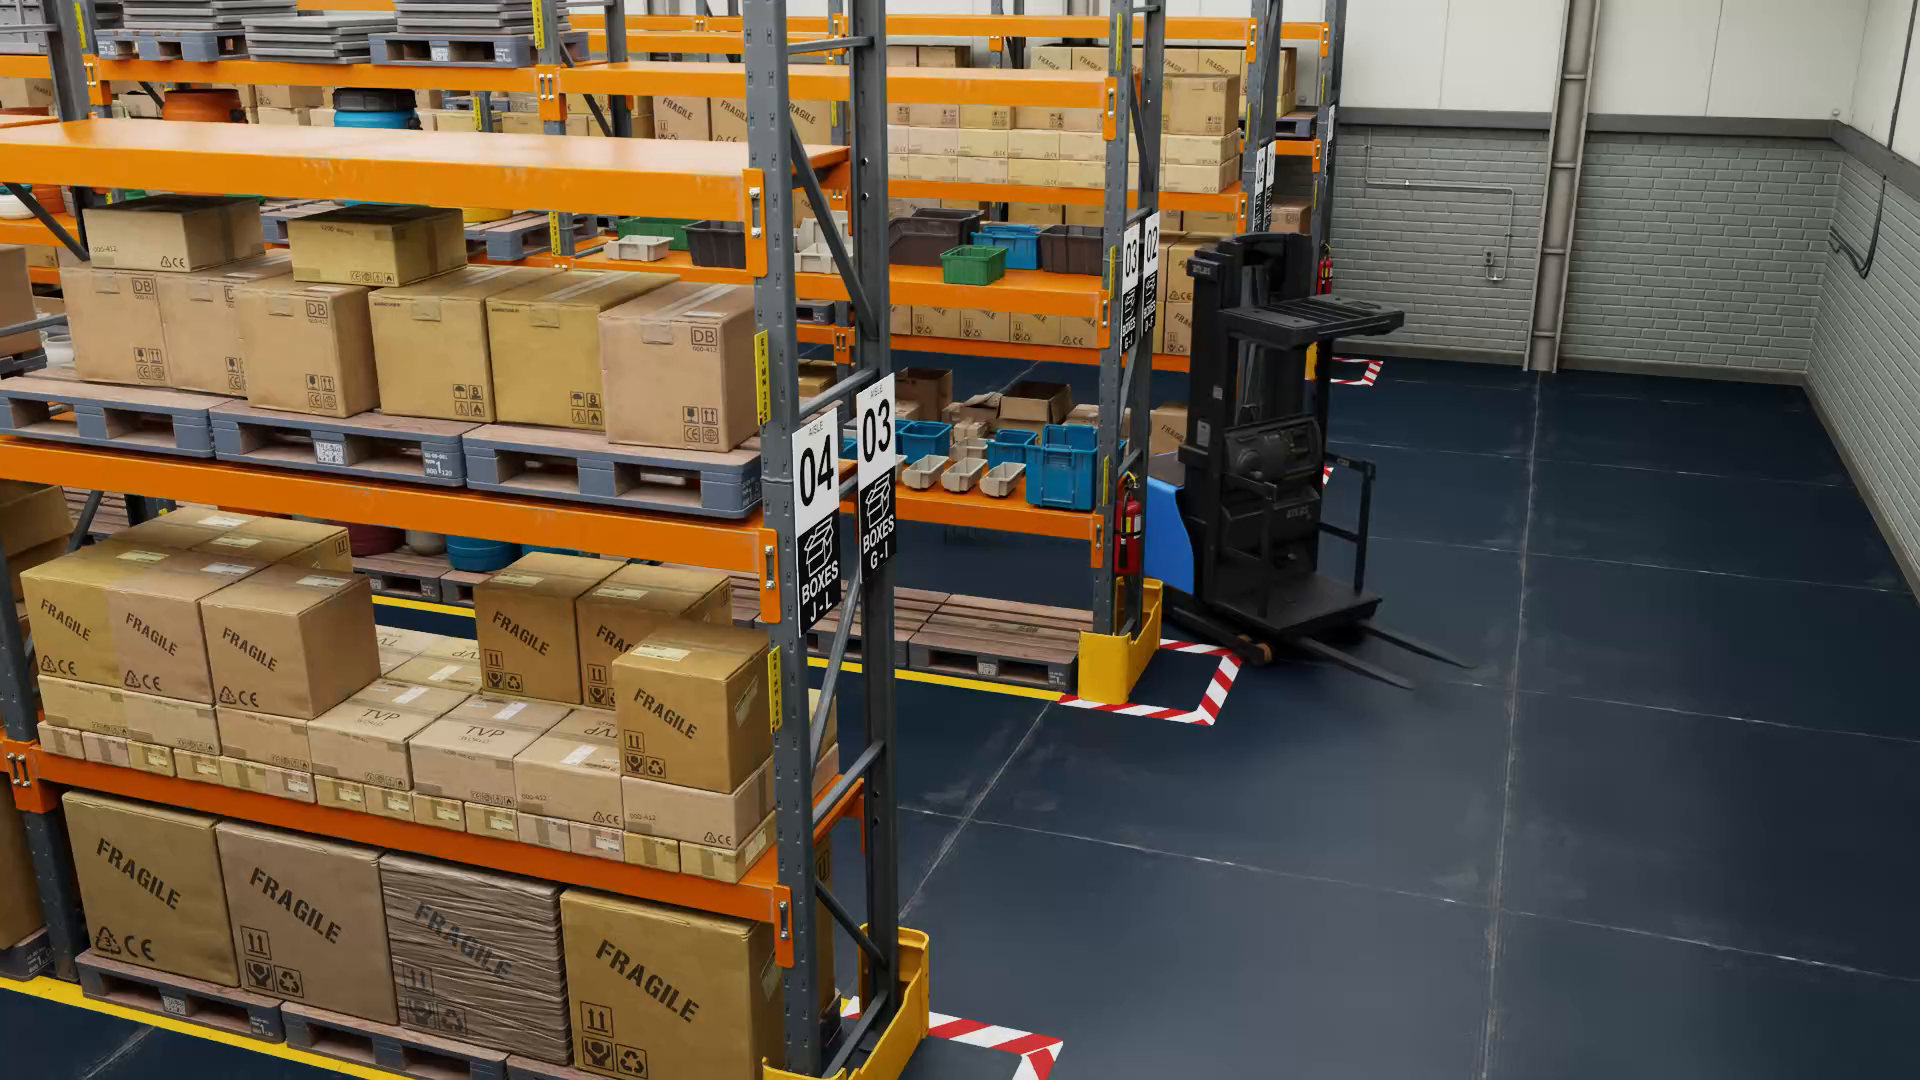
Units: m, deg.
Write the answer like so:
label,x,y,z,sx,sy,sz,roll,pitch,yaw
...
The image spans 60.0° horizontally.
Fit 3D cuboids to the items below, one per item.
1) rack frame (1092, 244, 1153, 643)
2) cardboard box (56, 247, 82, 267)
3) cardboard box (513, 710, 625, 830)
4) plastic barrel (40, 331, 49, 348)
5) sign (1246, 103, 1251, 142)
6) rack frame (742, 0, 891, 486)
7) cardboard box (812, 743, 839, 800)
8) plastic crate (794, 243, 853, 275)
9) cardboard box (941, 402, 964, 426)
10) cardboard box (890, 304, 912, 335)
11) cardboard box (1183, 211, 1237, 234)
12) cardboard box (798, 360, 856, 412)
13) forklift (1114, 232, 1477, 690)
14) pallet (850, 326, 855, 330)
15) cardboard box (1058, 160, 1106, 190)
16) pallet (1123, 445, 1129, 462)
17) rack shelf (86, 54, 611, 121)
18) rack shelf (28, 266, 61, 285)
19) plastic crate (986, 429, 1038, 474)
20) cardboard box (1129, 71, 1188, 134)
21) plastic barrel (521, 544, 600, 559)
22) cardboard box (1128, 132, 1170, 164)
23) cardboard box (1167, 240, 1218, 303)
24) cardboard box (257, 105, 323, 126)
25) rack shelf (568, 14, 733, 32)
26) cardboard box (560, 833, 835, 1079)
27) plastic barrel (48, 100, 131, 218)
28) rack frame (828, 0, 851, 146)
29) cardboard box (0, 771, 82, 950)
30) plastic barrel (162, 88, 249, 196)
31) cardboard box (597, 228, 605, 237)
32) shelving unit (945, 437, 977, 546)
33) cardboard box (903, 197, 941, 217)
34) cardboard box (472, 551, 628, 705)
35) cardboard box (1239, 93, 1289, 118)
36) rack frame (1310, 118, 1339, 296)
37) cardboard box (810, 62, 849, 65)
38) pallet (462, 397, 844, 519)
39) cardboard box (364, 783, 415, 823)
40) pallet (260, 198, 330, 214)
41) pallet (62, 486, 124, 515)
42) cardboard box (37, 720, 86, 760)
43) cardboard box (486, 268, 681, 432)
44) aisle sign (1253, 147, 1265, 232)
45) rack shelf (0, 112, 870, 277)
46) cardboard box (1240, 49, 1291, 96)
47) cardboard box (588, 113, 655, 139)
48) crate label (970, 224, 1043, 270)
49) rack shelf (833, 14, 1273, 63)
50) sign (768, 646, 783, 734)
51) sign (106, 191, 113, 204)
label,x,y,z,sx,sy,sz,roll,pitch,yaw
rack frame,1.121,-0.483,11.404,0.127,3.000,1.000,7,20,18
cardboard box,-10.464,-3.577,20.129,0.500,0.500,0.700,7,20,20
cardboard box,-1.528,0.963,7.033,0.500,0.250,0.500,6,20,17
plastic barrel,-7.876,-1.490,14.123,0.421,0.512,0.421,0,19,0
sign,2.549,-3.687,14.693,0.005,0.325,0.100,7,20,18
rack frame,-0.504,-1.776,5.999,0.127,3.000,1.000,7,20,18
cardboard box,-0.731,1.035,7.432,0.250,0.149,0.380,7,20,19
plastic crate,-0.912,-1.921,11.373,0.530,0.136,0.437,7,20,18
cardboard box,-0.023,-1.321,17.471,0.250,0.149,0.380,7,20,18
cardboard box,-0.636,-2.362,16.643,0.500,0.500,0.500,7,20,19
cardboard box,3.196,-3.832,20.556,0.700,0.700,0.980,6,20,18
cardboard box,-1.405,-1.610,17.767,0.500,0.500,0.500,6,20,16
forklift,2.415,-0.653,11.995,1.130,2.935,3.031,-13,23,-32
pallet,-1.316,-2.870,22.488,1.213,0.211,1.003,7,20,18
cardboard box,1.233,-3.449,15.584,0.500,0.250,0.500,7,20,18
pallet,1.925,-0.800,16.550,1.213,0.211,1.003,7,20,18
rack shelf,-4.547,-3.435,12.460,4.000,0.370,1.077,7,20,18
rack shelf,-10.475,-3.195,20.278,4.000,0.370,1.077,7,20,18
plastic crate,0.374,-0.632,11.996,0.300,0.233,0.416,7,20,18
cardboard box,1.815,-4.089,15.521,0.500,0.500,0.700,7,20,18
plastic barrel,-3.166,-0.186,13.104,0.708,0.901,0.600,7,20,18
cardboard box,1.709,-3.634,15.356,0.500,0.250,0.500,7,20,18
cardboard box,2.239,-2.504,15.533,0.500,0.500,0.500,6,20,18
cardboard box,-7.487,-4.735,18.634,0.500,0.250,0.500,5,20,13
rack shelf,-5.074,-6.948,22.537,4.000,0.370,1.077,7,20,18
cardboard box,-1.135,1.818,7.394,0.875,0.875,0.875,7,20,18
plastic barrel,-7.140,-3.156,13.755,0.600,0.901,0.600,0,19,0
rack frame,-1.028,-5.287,16.073,0.127,3.000,1.000,7,20,18
cardboard box,-4.894,1.367,8.687,0.875,0.875,1.225,7,20,18
plastic barrel,-5.901,-3.102,13.071,0.708,0.830,0.600,7,20,18
cardboard box,-4.175,-3.099,18.120,0.500,0.500,0.700,0,19,0
shelving unit,0.008,-0.424,14.426,0.210,0.900,0.258,7,20,18
cardboard box,-0.410,-4.216,21.479,0.500,0.500,0.500,7,20,19
cardboard box,-1.833,0.390,7.538,0.500,0.500,0.500,6,20,17
cardboard box,3.593,-5.151,19.677,0.500,0.250,0.500,7,20,20
rack frame,4.372,-3.563,20.241,0.127,3.000,1.000,7,20,18
cardboard box,-1.672,-5.959,21.738,0.500,0.500,0.700,8,21,21
pallet,-1.208,-0.394,6.727,1.213,0.211,1.003,7,20,18
cardboard box,-2.393,1.075,7.318,0.250,0.149,0.380,7,20,19
pallet,-5.745,-2.561,13.096,1.213,0.211,1.003,7,20,18
pallet,-8.303,-0.258,14.996,1.213,0.211,1.003,7,20,18
cardboard box,-4.113,0.879,7.879,0.250,0.149,0.380,7,20,18
cardboard box,-1.505,-0.790,6.786,0.500,0.500,0.700,6,20,16
aisle sign,2.714,-3.147,15.099,0.004,0.787,0.394,7,20,18
rack shelf,-2.394,-1.463,6.803,4.000,0.370,1.077,7,20,18
cardboard box,3.591,-5.503,19.546,0.500,0.500,0.500,6,20,18
cardboard box,-3.411,-4.202,17.366,0.500,0.500,0.910,7,20,18
crate label,0.356,-2.029,11.509,0.502,0.251,0.408,7,20,18
rack shelf,0.861,-4.730,15.572,4.000,0.370,1.077,7,20,18
sign,-0.696,0.566,6.277,0.005,0.325,0.100,7,20,18
sign,-6.610,-2.542,12.914,0.005,0.325,0.100,7,20,18
